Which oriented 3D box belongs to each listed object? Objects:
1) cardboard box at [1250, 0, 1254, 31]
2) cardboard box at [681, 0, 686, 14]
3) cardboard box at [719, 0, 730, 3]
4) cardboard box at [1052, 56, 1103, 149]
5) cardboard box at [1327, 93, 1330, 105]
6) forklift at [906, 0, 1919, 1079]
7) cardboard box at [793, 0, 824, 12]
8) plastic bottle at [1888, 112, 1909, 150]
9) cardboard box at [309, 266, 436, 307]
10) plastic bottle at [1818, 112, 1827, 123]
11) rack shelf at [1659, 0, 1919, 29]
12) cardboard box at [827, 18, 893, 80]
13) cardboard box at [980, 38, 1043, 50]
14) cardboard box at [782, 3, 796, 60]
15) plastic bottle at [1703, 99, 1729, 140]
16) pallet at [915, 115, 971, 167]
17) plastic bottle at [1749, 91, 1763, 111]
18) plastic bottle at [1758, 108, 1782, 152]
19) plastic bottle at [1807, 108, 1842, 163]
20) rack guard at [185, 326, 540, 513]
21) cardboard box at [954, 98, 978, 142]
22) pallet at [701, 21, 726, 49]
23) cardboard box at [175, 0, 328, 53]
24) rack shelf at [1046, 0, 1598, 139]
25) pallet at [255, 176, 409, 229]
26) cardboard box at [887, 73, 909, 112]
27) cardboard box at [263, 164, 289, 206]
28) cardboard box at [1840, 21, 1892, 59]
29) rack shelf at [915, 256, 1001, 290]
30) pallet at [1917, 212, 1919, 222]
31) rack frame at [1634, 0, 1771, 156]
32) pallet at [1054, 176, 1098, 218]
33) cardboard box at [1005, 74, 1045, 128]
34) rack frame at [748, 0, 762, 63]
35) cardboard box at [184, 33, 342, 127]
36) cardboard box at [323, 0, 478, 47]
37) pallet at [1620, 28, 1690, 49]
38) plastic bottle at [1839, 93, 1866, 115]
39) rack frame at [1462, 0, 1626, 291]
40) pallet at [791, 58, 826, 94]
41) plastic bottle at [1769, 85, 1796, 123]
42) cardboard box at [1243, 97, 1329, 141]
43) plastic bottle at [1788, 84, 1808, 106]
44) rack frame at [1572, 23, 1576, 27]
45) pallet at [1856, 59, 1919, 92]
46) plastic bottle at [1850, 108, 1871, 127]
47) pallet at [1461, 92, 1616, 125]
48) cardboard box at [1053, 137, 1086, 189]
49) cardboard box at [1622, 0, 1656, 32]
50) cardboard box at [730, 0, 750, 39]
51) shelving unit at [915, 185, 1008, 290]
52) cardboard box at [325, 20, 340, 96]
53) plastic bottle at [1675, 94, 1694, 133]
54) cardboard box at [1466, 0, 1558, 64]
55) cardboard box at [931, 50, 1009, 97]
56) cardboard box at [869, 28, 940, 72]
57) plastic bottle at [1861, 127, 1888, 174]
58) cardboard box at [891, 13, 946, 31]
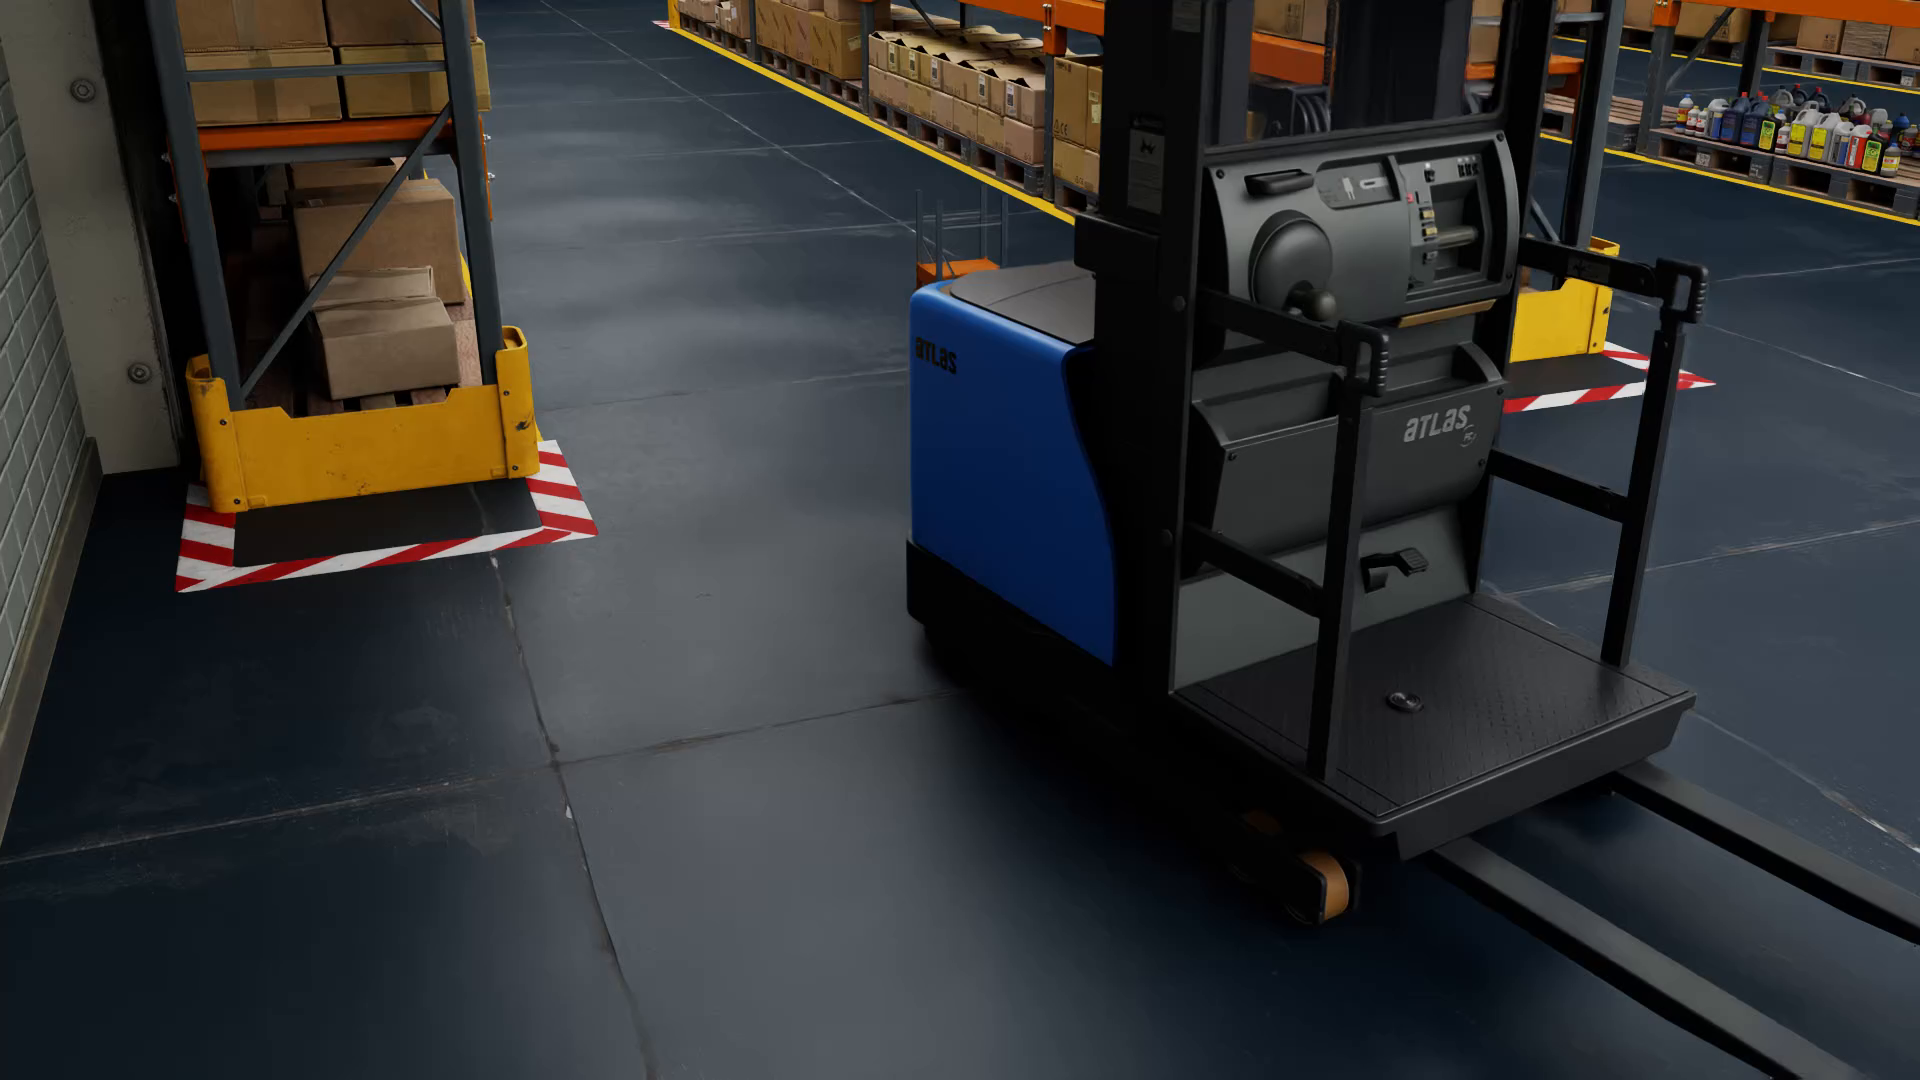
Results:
[{"bbox_3d":[1.756,-3.047,8.987,0.700,0.500,0.500,-8,24,-17],"label":"cardboard box"},{"bbox_3d":[-3.279,-6.688,20.836,0.380,0.166,0.250,-8,24,-19],"label":"cardboard box"},{"bbox_3d":[-2.449,-6.362,19.629,0.797,0.503,0.637,-8,24,-19],"label":"cardboard box"},{"bbox_3d":[0.916,-2.781,10.520,0.500,0.500,0.500,-8,24,-19],"label":"cardboard box"},{"bbox_3d":[2.110,-2.126,8.965,0.500,0.500,0.500,-8,24,-19],"label":"cardboard box"},{"bbox_3d":[1.057,-0.701,3.640,1.130,2.935,3.031,-14,27,-30],"label":"forklift"},{"bbox_3d":[-1.307,-5.269,16.075,0.500,0.250,0.500,-9,24,-20],"label":"cardboard box"},{"bbox_3d":[6.517,-2.827,11.541,0.097,0.271,0.097,0,23,0],"label":"plastic bottle"},{"bbox_3d":[-2.536,-1.021,7.205,0.500,0.311,0.500,-6,24,-15],"label":"cardboard box"},{"bbox_3d":[5.924,-2.802,11.477,0.152,0.276,0.135,-8,24,-19],"label":"plastic bottle"},{"bbox_3d":[6.387,-3.340,10.740,1.077,0.370,4.000,-8,24,-19],"label":"rack shelf"},{"bbox_3d":[-0.918,-4.532,15.293,0.500,0.500,0.500,-7,24,-17],"label":"cardboard box"},{"bbox_3d":[0.413,-3.830,13.253,0.500,0.311,0.500,-9,24,-19],"label":"cardboard box"},{"bbox_3d":[-1.469,-5.094,16.626,0.500,0.500,0.500,-8,24,-18],"label":"cardboard box"},{"bbox_3d":[5.523,-3.057,12.080,0.152,0.276,0.135,-7,24,-17],"label":"plastic bottle"},{"bbox_3d":[0.314,-3.142,12.932,1.003,0.211,1.213,-8,24,-19],"label":"pallet"},{"bbox_3d":[5.713,-3.050,11.969,0.144,0.351,0.185,-8,24,-19],"label":"plastic bottle"},{"bbox_3d":[5.664,-2.865,11.617,0.061,0.283,0.133,-7,24,-17],"label":"plastic bottle"},{"bbox_3d":[5.860,-2.740,11.233,0.144,0.351,0.185,-7,24,-17],"label":"plastic bottle"},{"bbox_3d":[-2.201,-0.462,6.202,1.175,0.500,0.348,-8,24,-19],"label":"rack guard"},{"bbox_3d":[0.270,-3.128,12.308,0.500,0.250,0.500,-8,24,-18],"label":"cardboard box"},{"bbox_3d":[-2.457,-6.036,19.799,1.003,0.211,1.213,-8,24,-19],"label":"pallet"},{"bbox_3d":[-2.540,-2.014,5.868,0.500,0.500,0.500,-9,24,-20],"label":"cardboard box"},{"bbox_3d":[1.752,-2.662,9.130,1.077,0.370,4.000,-8,24,-19],"label":"rack shelf"},{"bbox_3d":[-3.864,-2.037,10.311,1.003,0.211,1.213,-8,24,-19],"label":"pallet"},{"bbox_3d":[-0.279,-3.687,13.636,0.500,0.250,0.500,-9,24,-20],"label":"cardboard box"},{"bbox_3d":[-3.863,-2.355,10.128,0.700,0.500,0.500,-7,24,-17],"label":"cardboard box"},{"bbox_3d":[9.365,-5.142,16.740,0.700,0.500,0.500,-10,25,-23],"label":"cardboard box"},{"bbox_3d":[0.005,-0.838,5.382,0.258,0.103,0.180,-8,24,-19],"label":"rack shelf"},{"bbox_3d":[6.741,-1.977,10.170,1.003,0.211,1.213,-8,24,-19],"label":"pallet"},{"bbox_3d":[5.681,-4.399,12.324,1.000,3.000,0.127,-8,24,-19],"label":"rack frame"},{"bbox_3d":[1.287,-2.141,10.557,1.003,0.211,1.213,-8,24,-19],"label":"pallet"},{"bbox_3d":[0.634,-3.013,11.314,0.500,0.311,0.500,-8,24,-19],"label":"cardboard box"},{"bbox_3d":[-1.781,-6.627,17.612,1.000,3.000,0.127,-8,24,-19],"label":"rack frame"},{"bbox_3d":[-2.521,-1.669,6.016,0.500,0.250,0.500,-8,24,-18],"label":"cardboard box"},{"bbox_3d":[-2.062,-2.086,6.040,0.500,0.500,0.500,-8,24,-19],"label":"cardboard box"},{"bbox_3d":[8.266,-5.986,19.681,1.003,0.211,1.213,-8,24,-19],"label":"pallet"},{"bbox_3d":[6.360,-2.999,11.848,0.144,0.351,0.185,-8,24,-19],"label":"plastic bottle"},{"bbox_3d":[2.459,-2.267,7.267,1.000,3.000,0.127,-8,24,-19],"label":"rack frame"},{"bbox_3d":[-1.023,-4.608,16.411,1.003,0.211,1.213,-8,24,-19],"label":"pallet"},{"bbox_3d":[6.043,-3.166,12.245,0.144,0.351,0.185,-8,24,-19],"label":"plastic bottle"},{"bbox_3d":[1.624,-2.054,8.796,0.500,0.500,0.500,-8,24,-19],"label":"cardboard box"},{"bbox_3d":[6.178,-3.186,12.292,0.144,0.351,0.185,-9,24,-20],"label":"plastic bottle"},{"bbox_3d":[7.488,-7.985,20.833,1.000,3.000,0.127,-8,24,-19],"label":"rack frame"},{"bbox_3d":[9.603,-4.520,16.202,1.003,0.211,1.213,-8,24,-19],"label":"pallet"},{"bbox_3d":[6.314,-2.894,11.684,0.061,0.283,0.133,-8,24,-19],"label":"plastic bottle"},{"bbox_3d":[4.932,-3.838,14.584,1.003,0.211,1.213,-8,24,-19],"label":"pallet"},{"bbox_3d":[0.926,-2.437,10.669,0.500,0.250,0.500,-8,24,-19],"label":"cardboard box"},{"bbox_3d":[8.369,-6.325,19.089,1.225,0.875,0.875,-8,24,-19],"label":"cardboard box"},{"bbox_3d":[-2.247,-5.846,18.410,0.500,0.500,0.500,-8,24,-19],"label":"cardboard box"},{"bbox_3d":[0.005,-0.548,5.504,0.258,1.200,0.189,-8,24,-19],"label":"shelving unit"},{"bbox_3d":[-2.246,-1.934,6.643,0.500,0.250,0.500,-9,25,-21],"label":"cardboard box"},{"bbox_3d":[5.383,-3.168,12.351,0.097,0.271,0.097,0,23,0],"label":"plastic bottle"},{"bbox_3d":[2.306,-2.484,7.654,0.700,0.500,0.500,-8,24,-19],"label":"cardboard box"},{"bbox_3d":[0.096,-3.566,12.626,0.500,0.311,0.500,-9,24,-20],"label":"cardboard box"},{"bbox_3d":[-0.457,-4.128,13.960,0.500,0.311,0.500,-7,24,-17],"label":"cardboard box"},{"bbox_3d":[5.977,-2.543,10.853,0.061,0.283,0.133,-8,24,-18],"label":"plastic bottle"},{"bbox_3d":[-0.451,-4.619,15.498,0.500,0.500,0.500,-9,25,-21],"label":"cardboard box"}]
